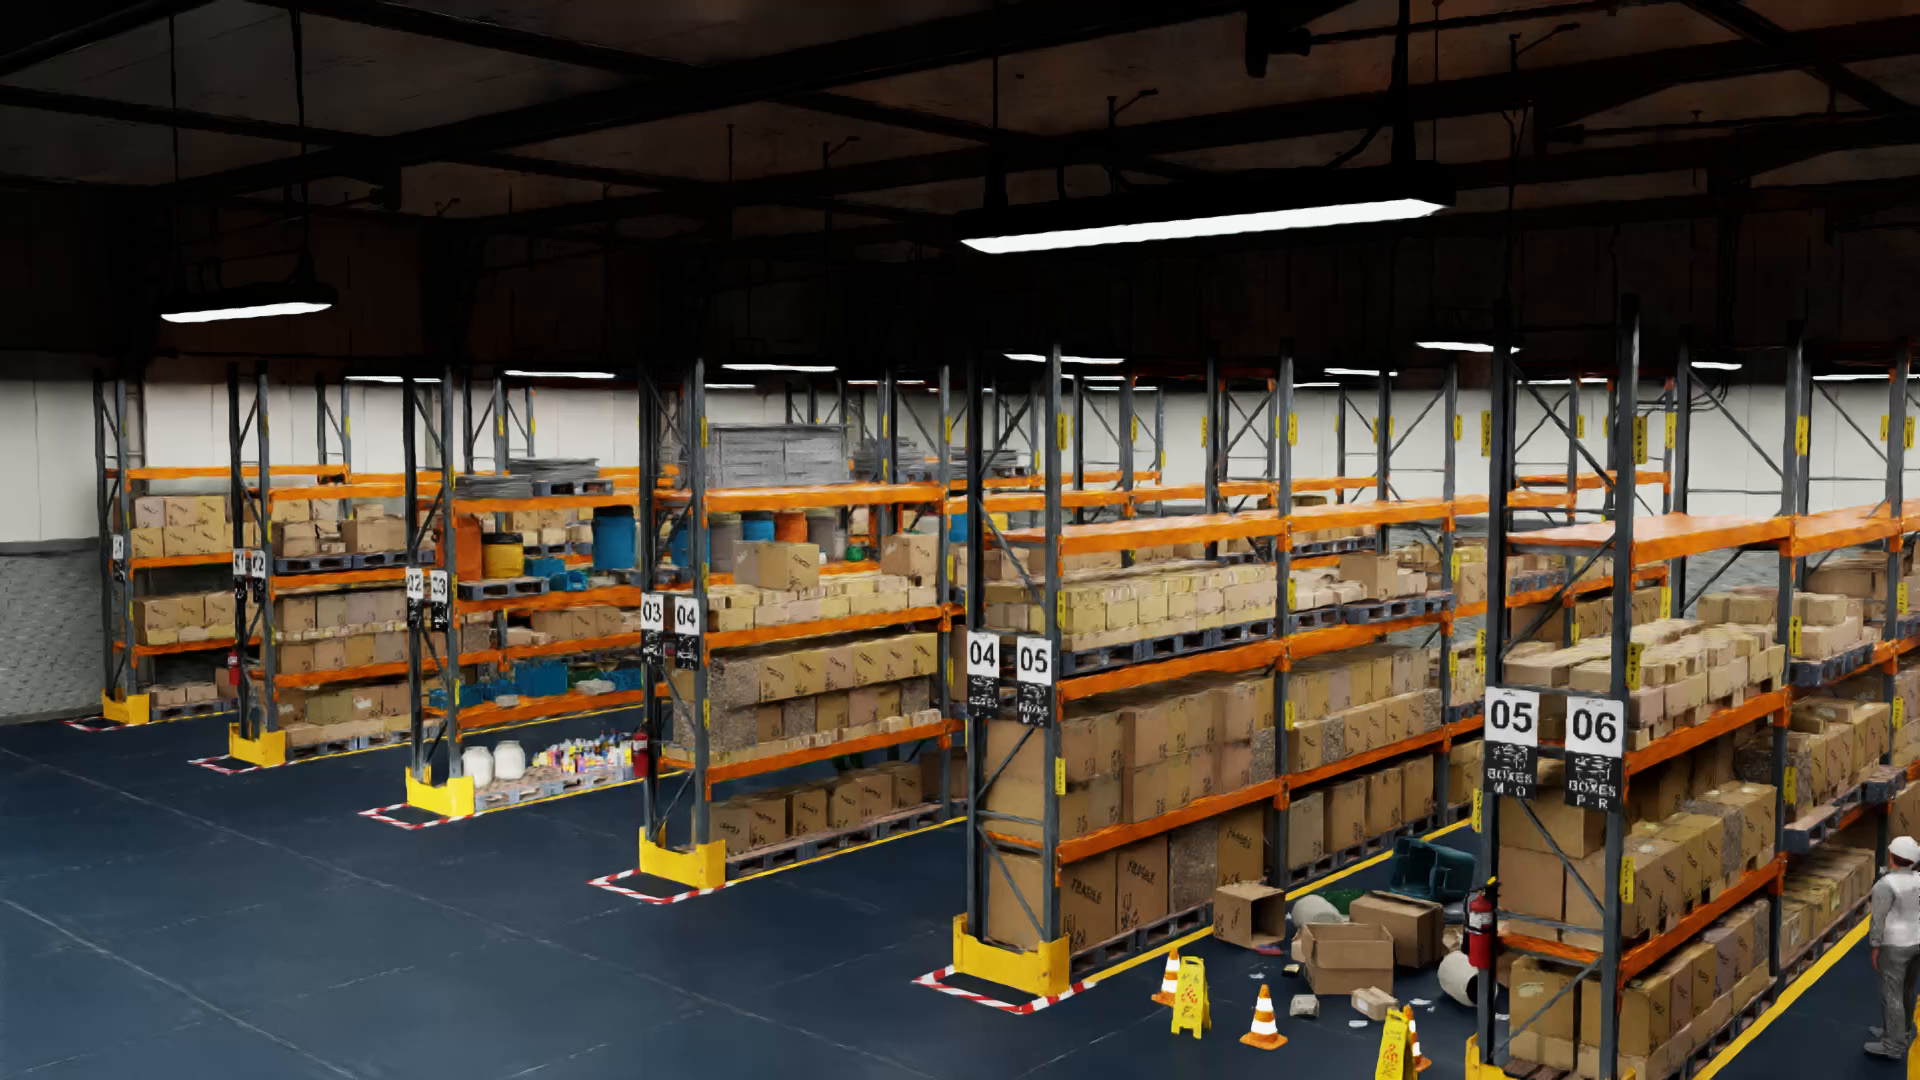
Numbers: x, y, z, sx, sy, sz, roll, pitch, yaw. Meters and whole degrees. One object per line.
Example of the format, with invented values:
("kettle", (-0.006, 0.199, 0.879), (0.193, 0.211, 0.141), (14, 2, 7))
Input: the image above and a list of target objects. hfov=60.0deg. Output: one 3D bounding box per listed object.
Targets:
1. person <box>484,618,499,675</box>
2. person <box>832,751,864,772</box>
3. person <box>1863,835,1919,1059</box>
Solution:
("person", (-8.465, 2.147, 29.974), (0.495, 1.589, 1.067), (4, 6, 43))
("person", (-1.531, 2.635, 22.692), (0.677, 1.742, 0.552), (4, 6, 41))
("person", (7.589, 3.271, 13.529), (0.578, 1.774, 0.499), (-1, 4, -18))
